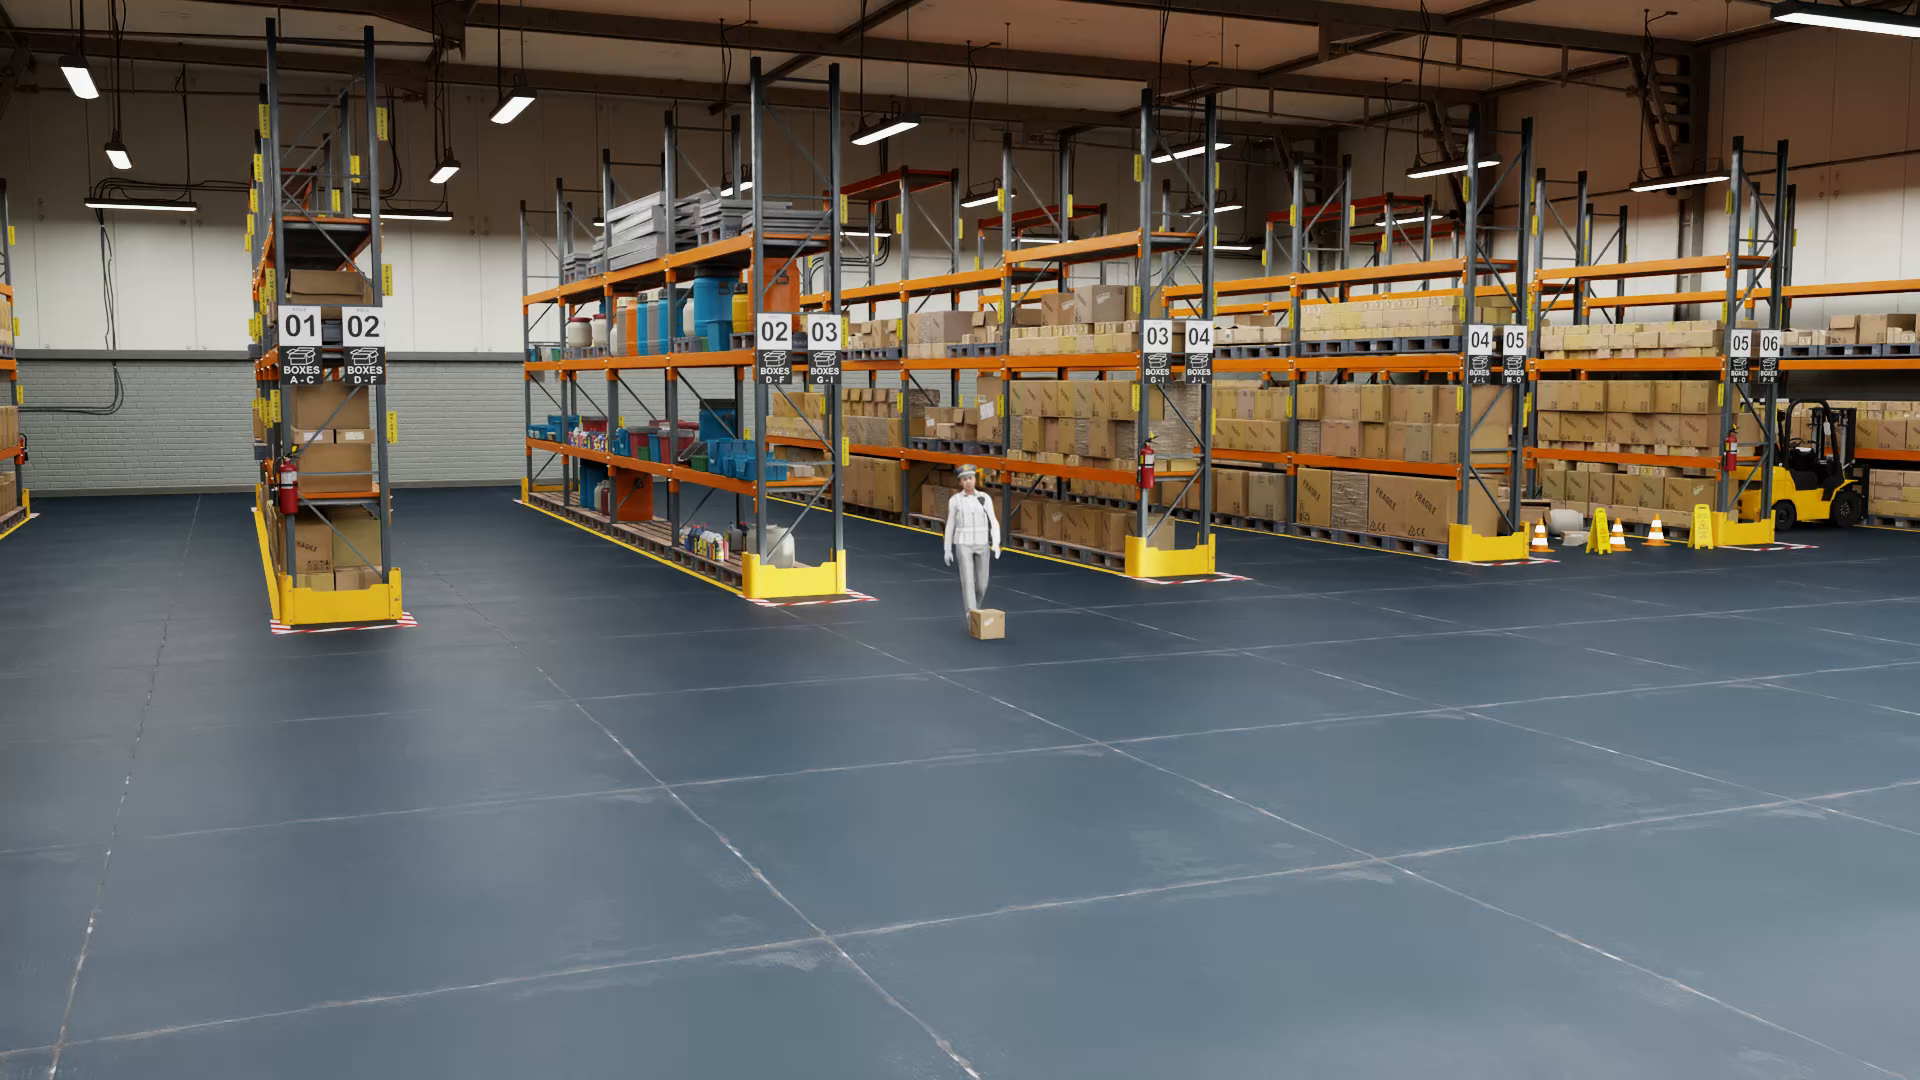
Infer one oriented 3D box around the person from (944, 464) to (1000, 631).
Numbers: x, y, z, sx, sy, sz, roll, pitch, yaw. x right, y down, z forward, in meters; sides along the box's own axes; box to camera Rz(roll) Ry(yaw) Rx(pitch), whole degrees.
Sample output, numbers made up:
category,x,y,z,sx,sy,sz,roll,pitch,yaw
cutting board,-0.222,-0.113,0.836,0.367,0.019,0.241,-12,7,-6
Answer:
category,x,y,z,sx,sy,sz,roll,pitch,yaw
person,0.149,0.067,16.368,0.534,1.615,0.897,-1,6,-11
